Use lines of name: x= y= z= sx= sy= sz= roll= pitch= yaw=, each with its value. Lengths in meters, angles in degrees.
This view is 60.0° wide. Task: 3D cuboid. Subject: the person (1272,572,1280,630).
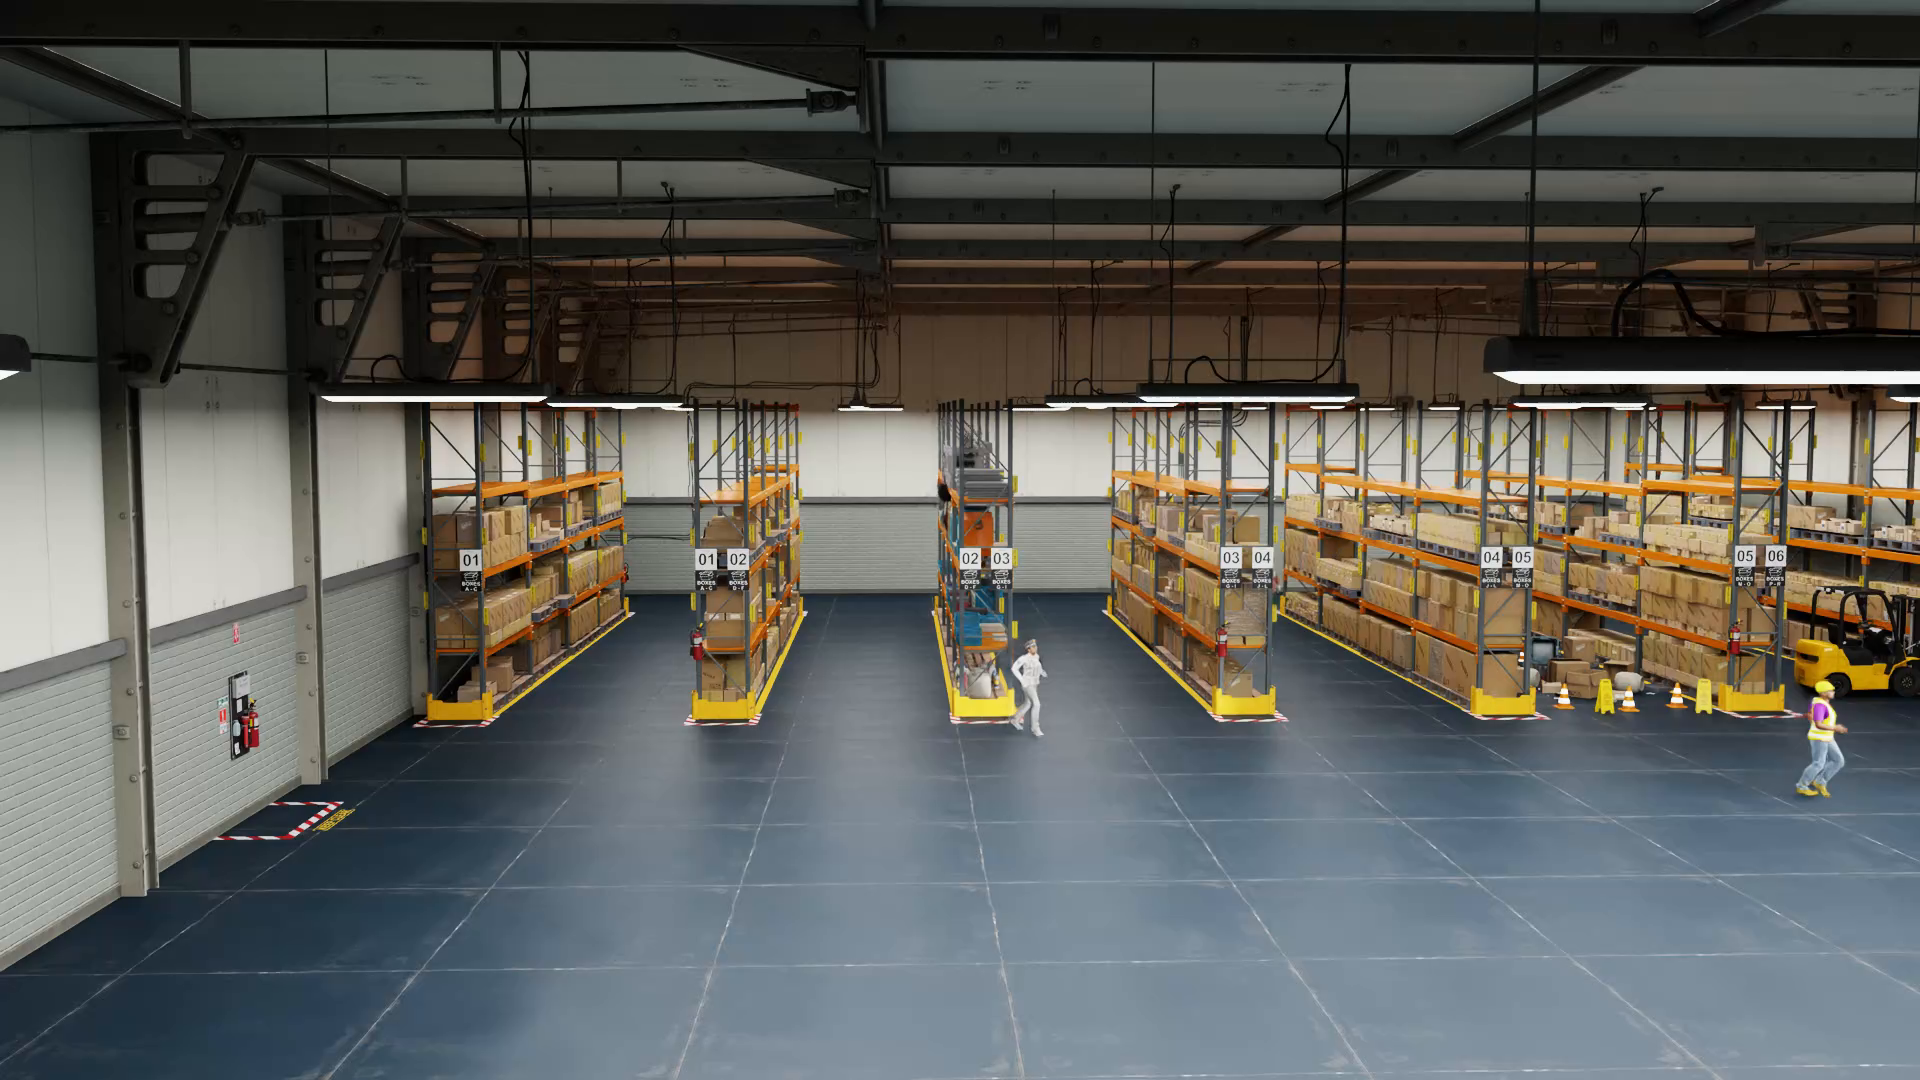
person: x=8.207 y=1.456 z=44.388 sx=0.670 sy=1.797 sz=1.001 roll=0 pitch=4 yaw=1

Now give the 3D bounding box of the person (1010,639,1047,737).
person: x=1.225 y=2.626 z=29.733 sx=0.733 sy=1.752 sz=0.608 roll=3 pitch=5 yaw=35

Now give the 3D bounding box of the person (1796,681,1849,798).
person: x=12.823 y=2.974 z=24.693 sx=0.692 sy=1.769 sz=0.686 roll=3 pitch=6 yaw=38
